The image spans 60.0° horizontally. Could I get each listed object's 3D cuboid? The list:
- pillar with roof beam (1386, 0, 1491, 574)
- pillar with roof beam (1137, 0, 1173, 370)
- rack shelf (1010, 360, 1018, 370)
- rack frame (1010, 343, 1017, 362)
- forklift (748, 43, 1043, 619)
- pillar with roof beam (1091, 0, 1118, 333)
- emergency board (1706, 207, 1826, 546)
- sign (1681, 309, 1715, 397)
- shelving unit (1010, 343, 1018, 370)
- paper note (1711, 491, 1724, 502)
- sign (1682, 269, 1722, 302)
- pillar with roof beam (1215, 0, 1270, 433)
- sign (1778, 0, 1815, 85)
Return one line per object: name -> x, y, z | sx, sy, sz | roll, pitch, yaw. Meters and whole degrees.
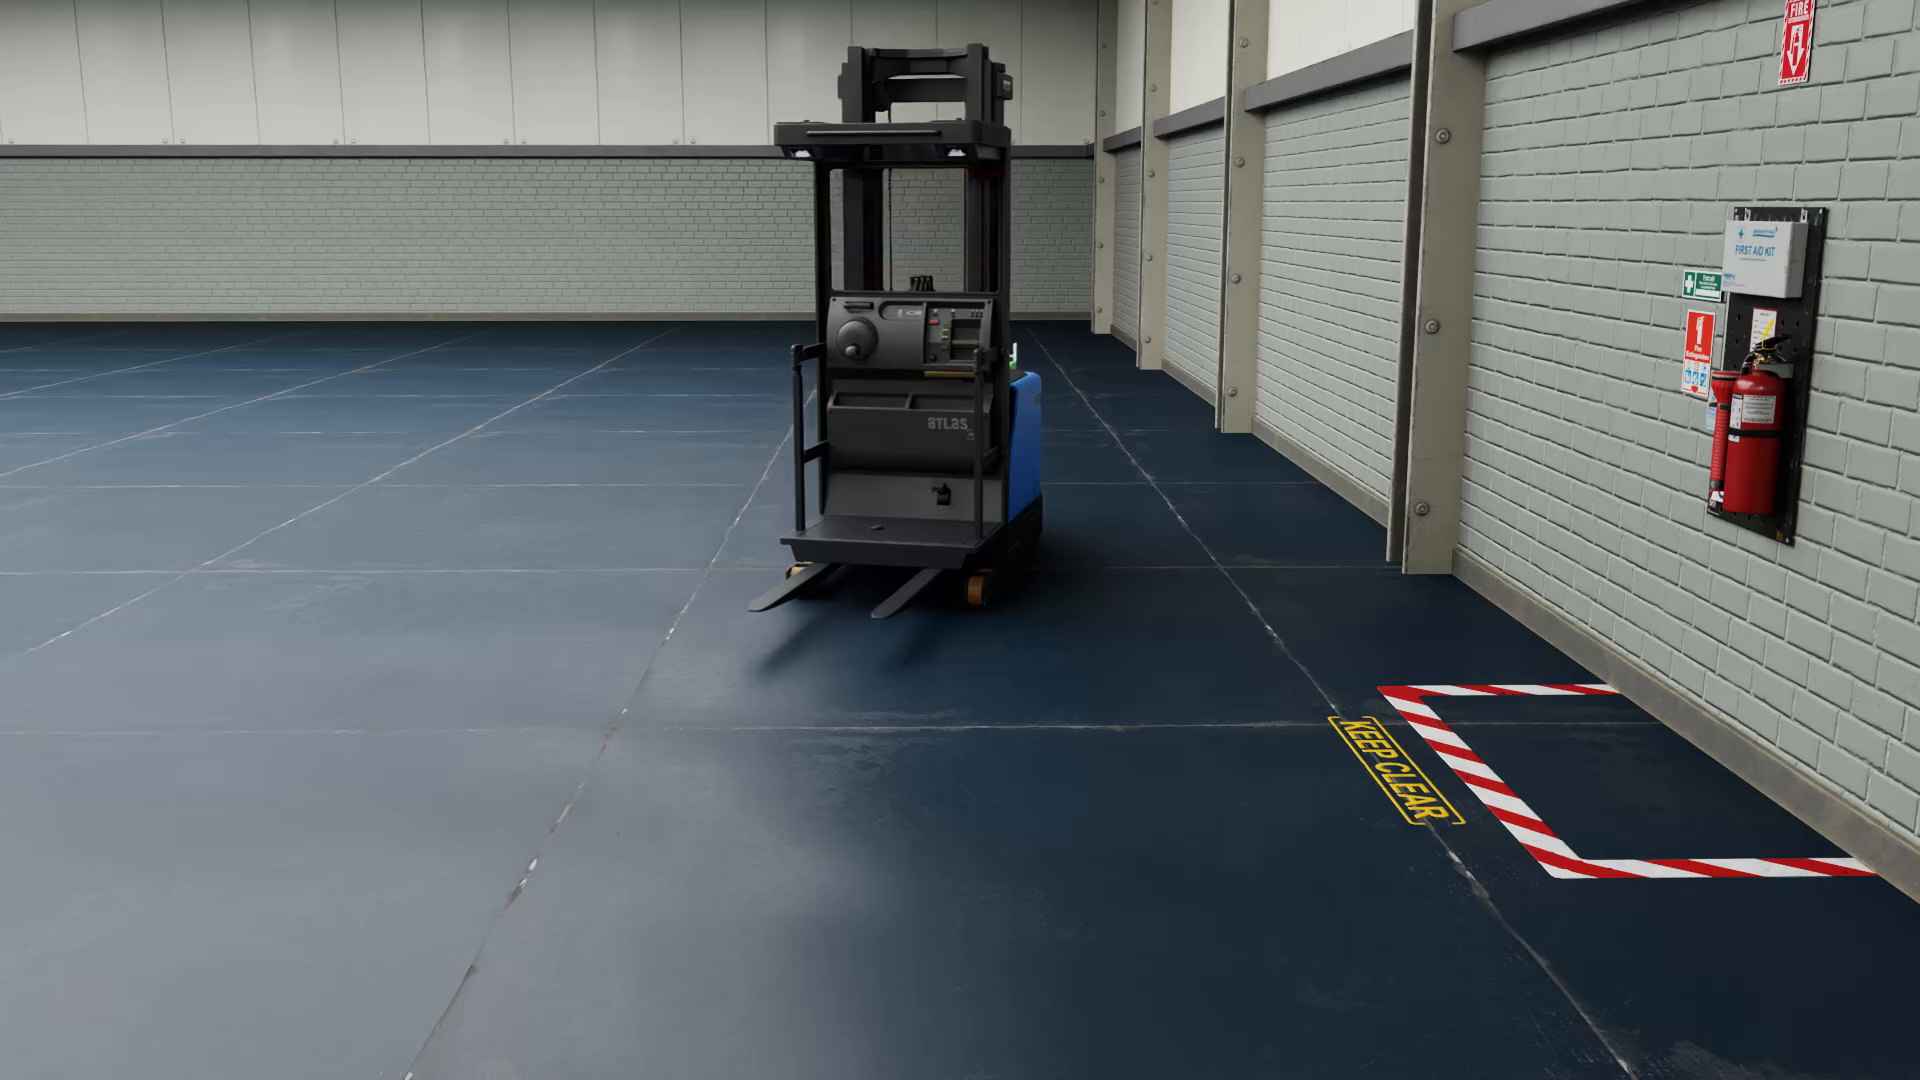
pillar with roof beam -> -1.590, -4.236, 8.806 | 9.100, 9.000, 0.400 | 0, 11, -1
pillar with roof beam -> -1.838, -6.621, 20.564 | 9.100, 9.000, 0.400 | 0, 11, -1
rack shelf -> 0.197, -1.065, 10.697 | 0.258, 0.148, 0.480 | 3, 12, 13
rack frame -> 0.254, -0.704, 11.012 | 0.240, 1.200, 0.015 | 3, 12, 13
forklift -> -0.323, -1.166, 8.935 | 1.130, 2.935, 3.031 | 3, 12, 13
pillar with roof beam -> -1.962, -7.814, 26.443 | 9.100, 9.000, 0.400 | 0, 11, -1
emergency board -> 2.825, -0.612, 6.033 | 0.194, 1.169, 0.643 | 0, 11, -1
sign -> 2.916, -0.740, 6.573 | 0.001, 0.329, 0.234 | 0, 11, -1
shelving unit -> 0.197, -0.657, 10.779 | 0.258, 1.200, 0.503 | 3, 12, 13
paper note -> 2.890, -0.216, 6.295 | 0.016, 0.148, 0.142 | 0, 11, -1
sign -> 2.908, -0.999, 6.516 | 0.001, 0.109, 0.331 | 0, 11, -1
pillar with roof beam -> -1.714, -5.429, 14.685 | 9.100, 9.000, 0.400 | 0, 11, -1
sign -> 2.924, -1.750, 5.812 | 0.001, 0.298, 0.199 | 0, 11, -1
